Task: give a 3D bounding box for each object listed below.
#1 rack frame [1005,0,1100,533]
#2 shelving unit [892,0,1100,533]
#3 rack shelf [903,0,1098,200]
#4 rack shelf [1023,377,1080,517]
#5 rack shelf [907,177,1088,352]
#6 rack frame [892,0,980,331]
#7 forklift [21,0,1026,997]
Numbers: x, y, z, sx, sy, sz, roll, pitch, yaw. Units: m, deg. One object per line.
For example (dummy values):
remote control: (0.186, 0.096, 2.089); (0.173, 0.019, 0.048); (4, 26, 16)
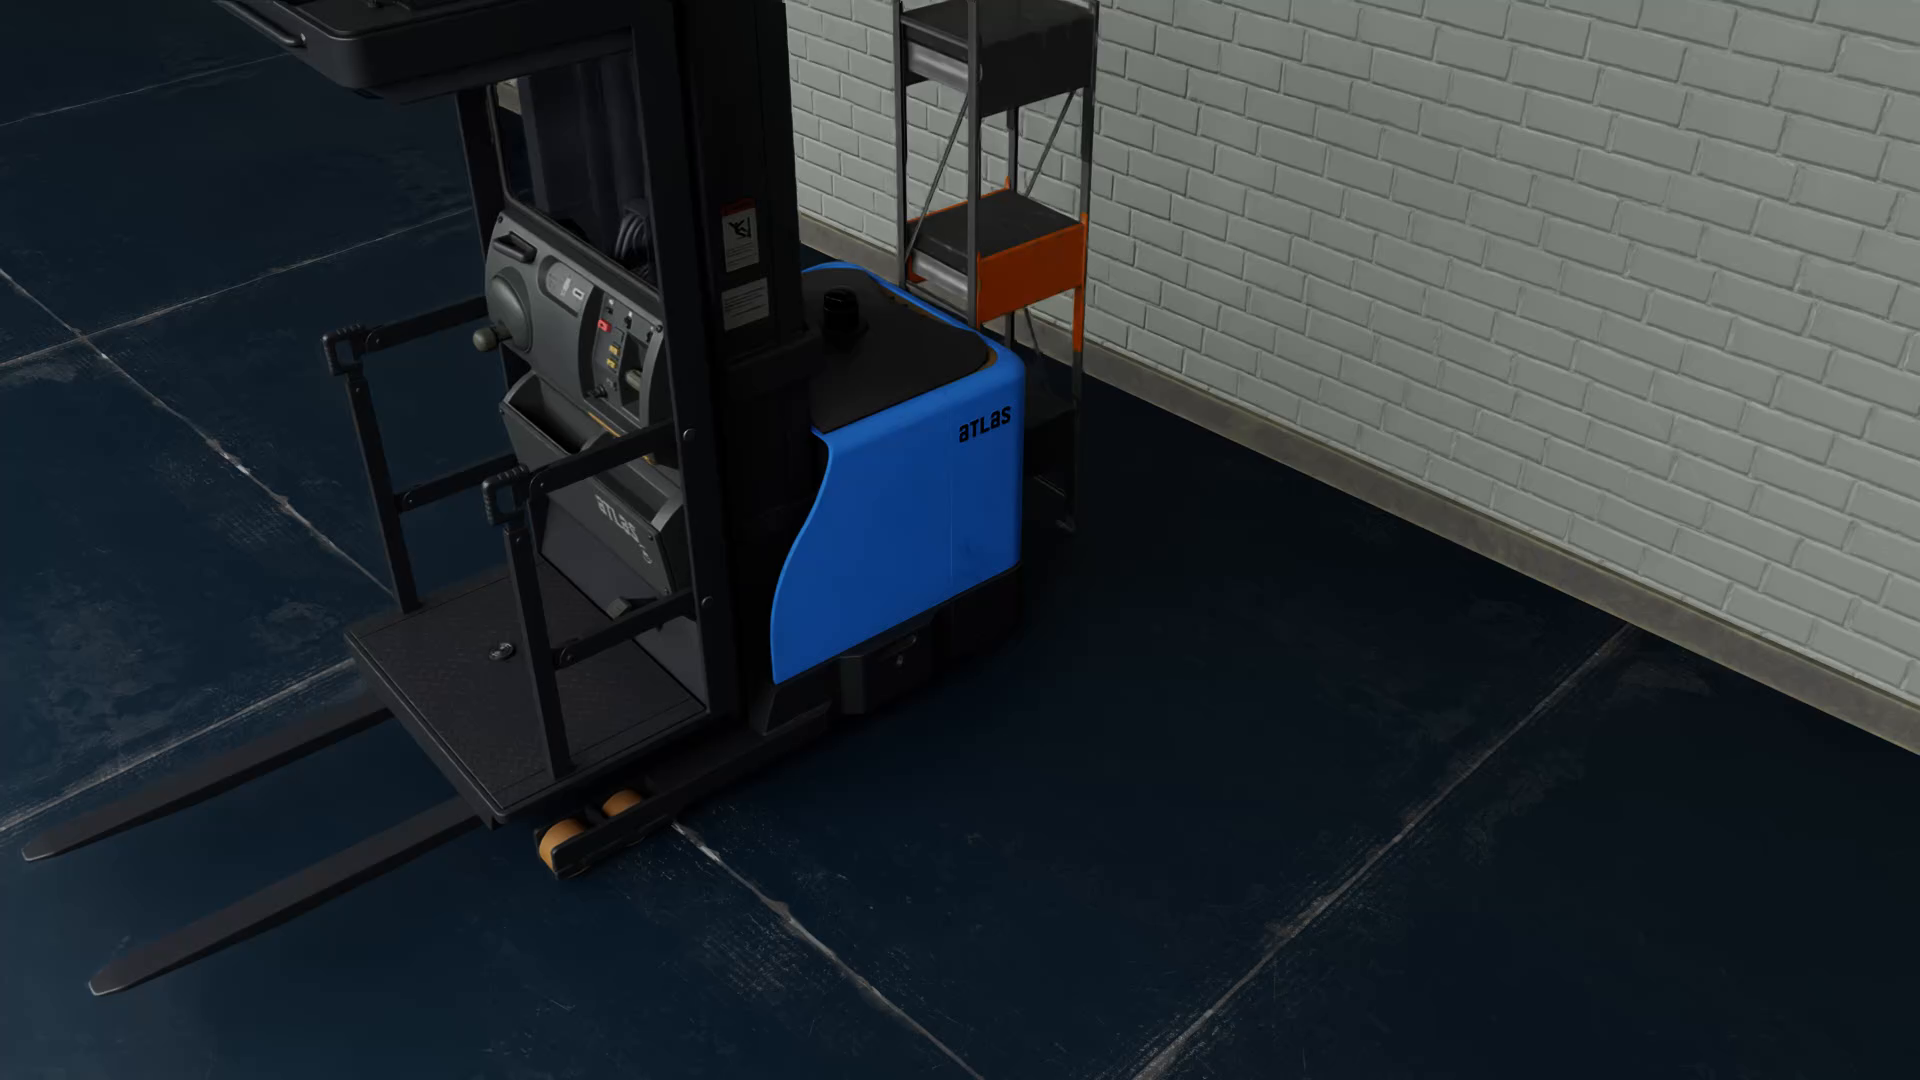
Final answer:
rack frame: (0.300, -0.978, 5.817); (0.015, 2.100, 0.400); (-25, 42, -32)
shelving unit: (0.112, -0.889, 5.689); (0.503, 2.100, 0.431); (-25, 42, -32)
rack shelf: (0.112, -1.452, 5.296); (0.480, 0.518, 0.431); (-25, 42, -32)
rack shelf: (0.112, -0.303, 6.097); (0.480, 0.518, 0.431); (-25, 42, -32)
rack shelf: (0.112, -0.878, 5.697); (0.480, 0.518, 0.431); (-25, 42, -32)
rack frame: (-0.076, -0.800, 5.561); (0.015, 2.100, 0.400); (-25, 42, -32)
forklift: (-1.236, -0.564, 4.497); (3.031, 2.935, 1.130); (-25, 42, -32)
